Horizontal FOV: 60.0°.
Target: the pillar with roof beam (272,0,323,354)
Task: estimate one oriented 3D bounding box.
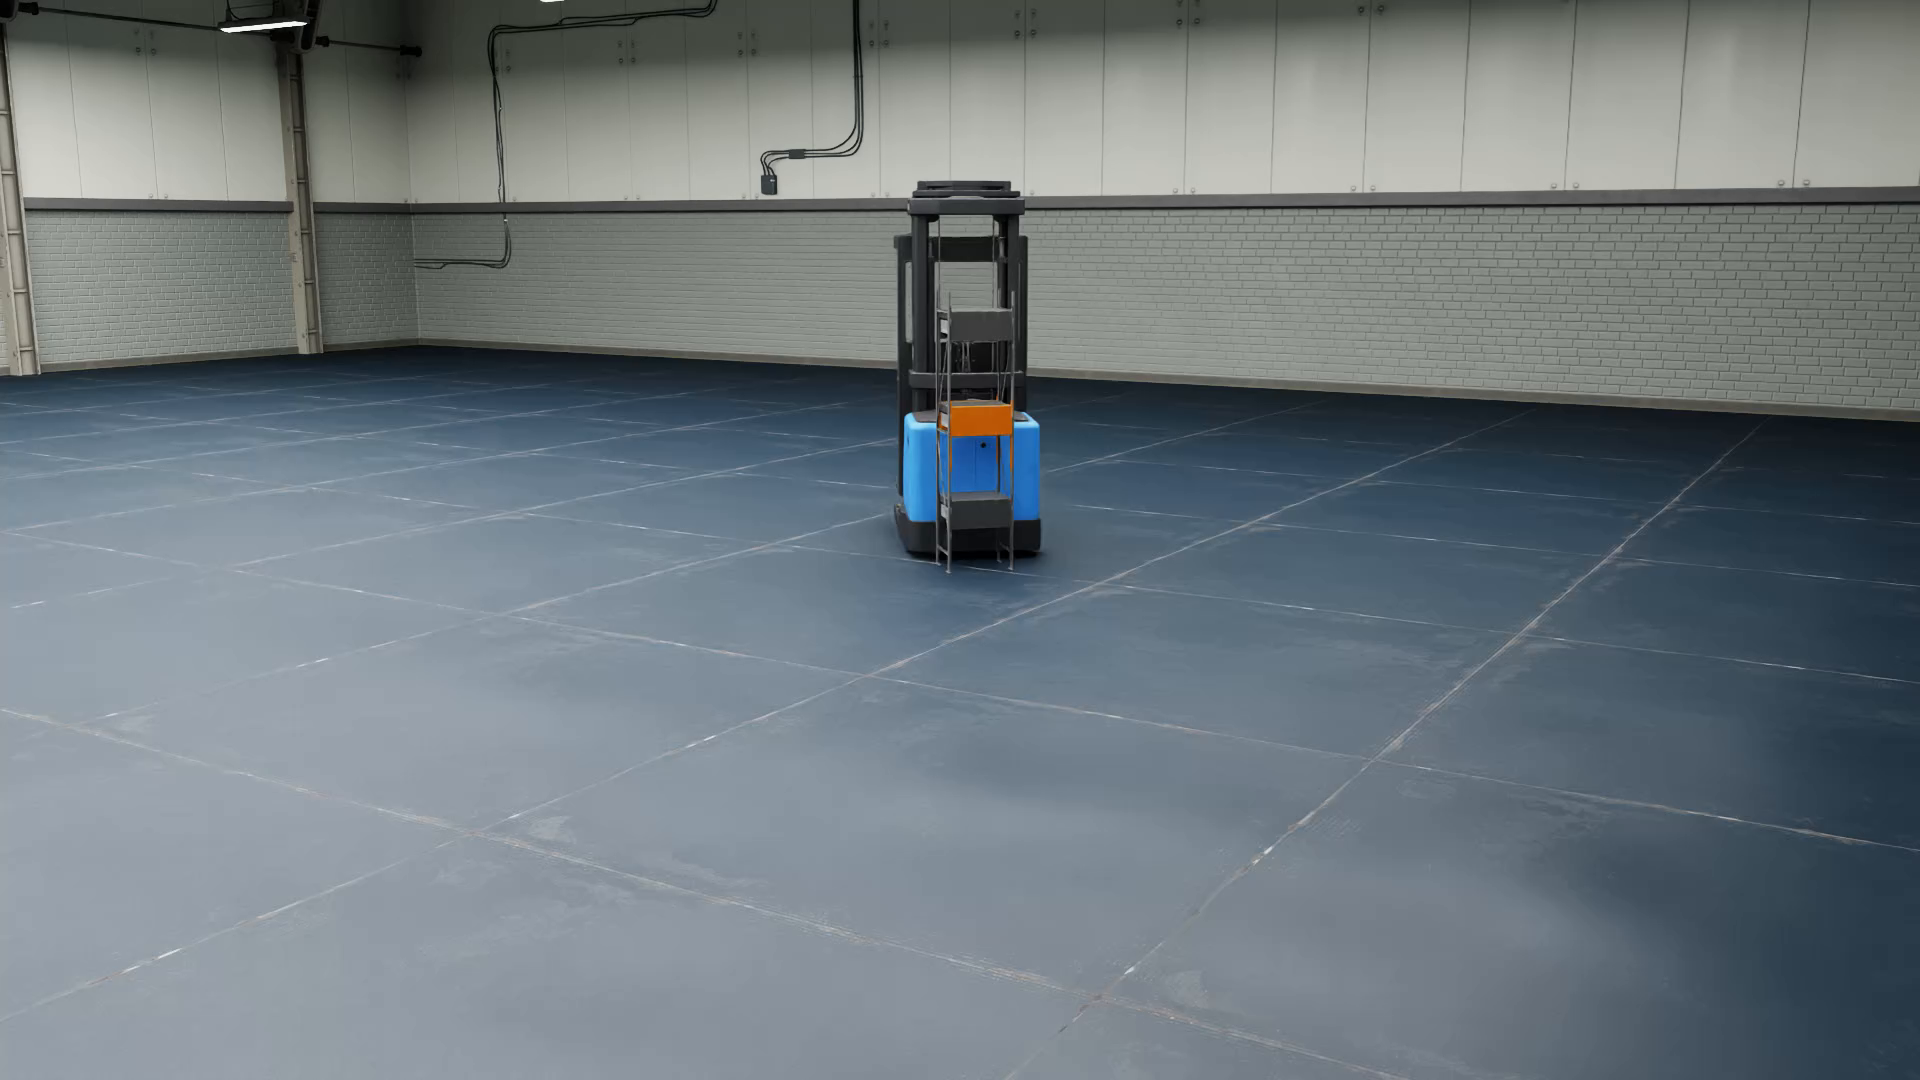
[{"bbox_3d":[-9.857,-7.906,31.644,9.100,9.000,0.548,6,12,31],"label":"pillar with roof beam"}]

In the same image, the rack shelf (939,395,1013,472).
[{"bbox_3d":[0.110,-0.809,12.555,0.480,0.518,0.431,-3,11,-14],"label":"rack shelf"}]

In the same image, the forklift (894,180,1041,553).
[{"bbox_3d":[0.001,-1.561,14.244,1.130,2.935,3.031,-1,11,-5],"label":"forklift"}]

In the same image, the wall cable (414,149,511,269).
[{"bbox_3d":[-10.876,-7.128,35.927,3.097,2.526,0.112,6,12,31],"label":"wall cable"}]

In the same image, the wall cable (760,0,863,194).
[{"bbox_3d":[-2.771,-9.416,30.470,2.305,6.003,0.169,6,12,31],"label":"wall cable"}]

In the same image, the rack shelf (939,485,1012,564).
[{"bbox_3d":[0.110,-0.120,12.684,0.480,0.518,0.431,-3,11,-14],"label":"rack shelf"}]

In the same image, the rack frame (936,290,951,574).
[{"bbox_3d":[-0.127,-0.811,12.492,0.015,2.100,0.400,-3,11,-14],"label":"rack frame"}]

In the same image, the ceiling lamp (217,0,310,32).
[{"bbox_3d":[-11.483,-10.125,27.634,2.000,3.185,0.800,6,12,31],"label":"ceiling lamp"}]

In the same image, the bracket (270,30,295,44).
[{"bbox_3d":[-13.448,-9.987,32.980,0.235,0.232,0.430,6,12,31],"label":"bracket"}]

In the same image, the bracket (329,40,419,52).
[{"bbox_3d":[-12.093,-10.398,35.172,0.076,0.066,3.189,6,12,31],"label":"bracket"}]

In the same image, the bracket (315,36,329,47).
[{"bbox_3d":[-13.017,-10.118,33.677,0.235,0.232,0.430,6,12,31],"label":"bracket"}]

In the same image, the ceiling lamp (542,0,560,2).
[{"bbox_3d":[-5.167,-9.419,23.863,2.000,3.185,0.800,6,12,31],"label":"ceiling lamp"}]

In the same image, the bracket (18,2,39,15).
[{"bbox_3d":[-16.132,-9.174,28.637,0.235,0.232,0.430,6,12,31],"label":"bracket"}]

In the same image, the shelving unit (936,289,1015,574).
[{"bbox_3d":[0.110,-0.822,12.553,0.503,2.100,0.431,-3,11,-14],"label":"shelving unit"}]

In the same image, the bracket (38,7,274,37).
[{"bbox_3d":[-14.786,-9.582,30.816,0.076,0.066,4.783,6,12,31],"label":"bracket"}]

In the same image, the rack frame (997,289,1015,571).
[{"bbox_3d":[0.346,-0.833,12.613,0.015,2.100,0.400,-3,11,-14],"label":"rack frame"}]

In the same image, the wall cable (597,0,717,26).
[{"bbox_3d":[-5.919,-11.292,32.084,3.097,2.526,0.112,6,12,31],"label":"wall cable"}]

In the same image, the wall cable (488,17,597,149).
[{"bbox_3d":[-8.564,-9.352,34.082,3.097,2.526,0.112,6,12,31],"label":"wall cable"}]

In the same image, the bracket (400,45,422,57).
[{"bbox_3d":[-11.787,-10.491,35.668,0.235,0.232,0.430,6,12,31],"label":"bracket"}]

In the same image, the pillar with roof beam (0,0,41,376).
[{"bbox_3d":[-12.972,-6.962,26.604,9.100,9.000,0.548,6,12,31],"label":"pillar with roof beam"}]

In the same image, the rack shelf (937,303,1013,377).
[{"bbox_3d":[0.110,-1.497,12.427,0.480,0.518,0.431,-3,11,-14],"label":"rack shelf"}]
